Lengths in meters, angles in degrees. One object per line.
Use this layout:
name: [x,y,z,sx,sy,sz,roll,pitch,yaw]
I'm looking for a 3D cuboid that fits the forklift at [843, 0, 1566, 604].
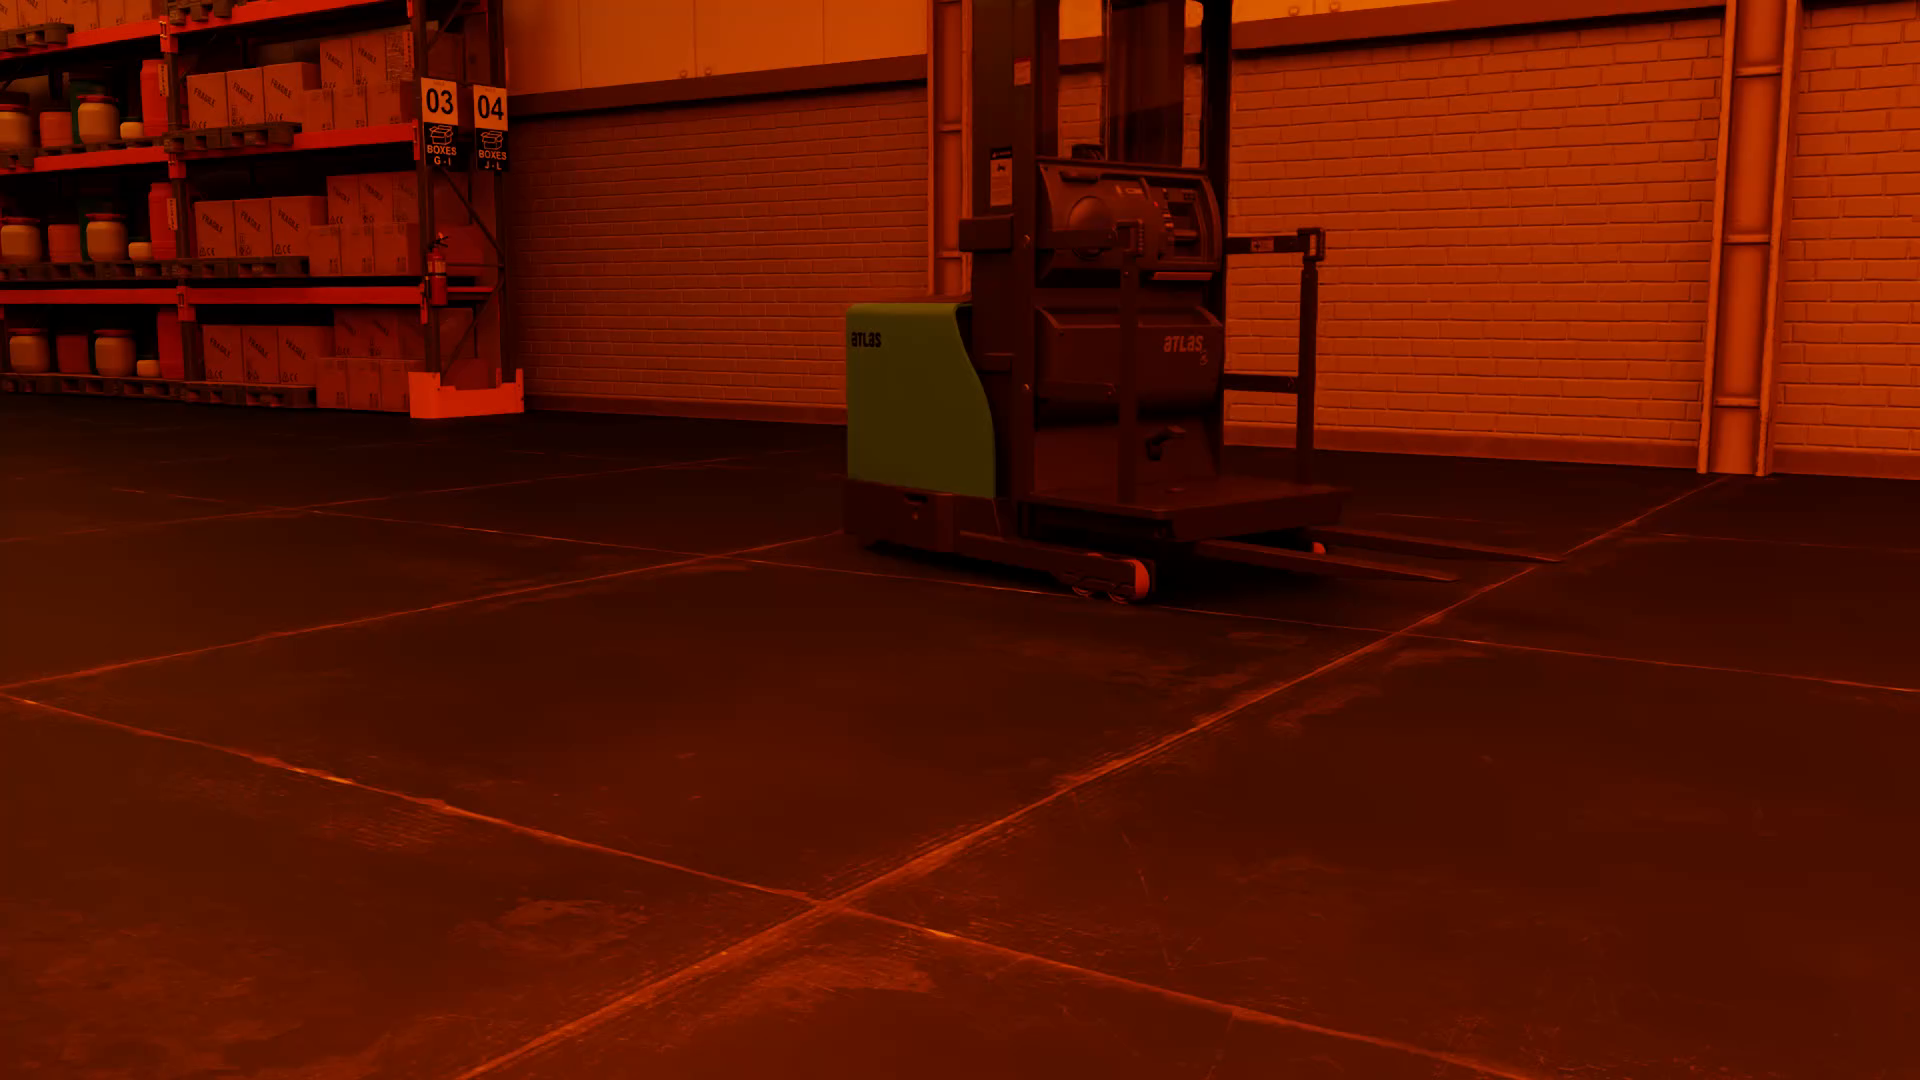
forklift: [0.811,-1.299,6.331,1.130,2.935,3.031,-7,10,-39]
